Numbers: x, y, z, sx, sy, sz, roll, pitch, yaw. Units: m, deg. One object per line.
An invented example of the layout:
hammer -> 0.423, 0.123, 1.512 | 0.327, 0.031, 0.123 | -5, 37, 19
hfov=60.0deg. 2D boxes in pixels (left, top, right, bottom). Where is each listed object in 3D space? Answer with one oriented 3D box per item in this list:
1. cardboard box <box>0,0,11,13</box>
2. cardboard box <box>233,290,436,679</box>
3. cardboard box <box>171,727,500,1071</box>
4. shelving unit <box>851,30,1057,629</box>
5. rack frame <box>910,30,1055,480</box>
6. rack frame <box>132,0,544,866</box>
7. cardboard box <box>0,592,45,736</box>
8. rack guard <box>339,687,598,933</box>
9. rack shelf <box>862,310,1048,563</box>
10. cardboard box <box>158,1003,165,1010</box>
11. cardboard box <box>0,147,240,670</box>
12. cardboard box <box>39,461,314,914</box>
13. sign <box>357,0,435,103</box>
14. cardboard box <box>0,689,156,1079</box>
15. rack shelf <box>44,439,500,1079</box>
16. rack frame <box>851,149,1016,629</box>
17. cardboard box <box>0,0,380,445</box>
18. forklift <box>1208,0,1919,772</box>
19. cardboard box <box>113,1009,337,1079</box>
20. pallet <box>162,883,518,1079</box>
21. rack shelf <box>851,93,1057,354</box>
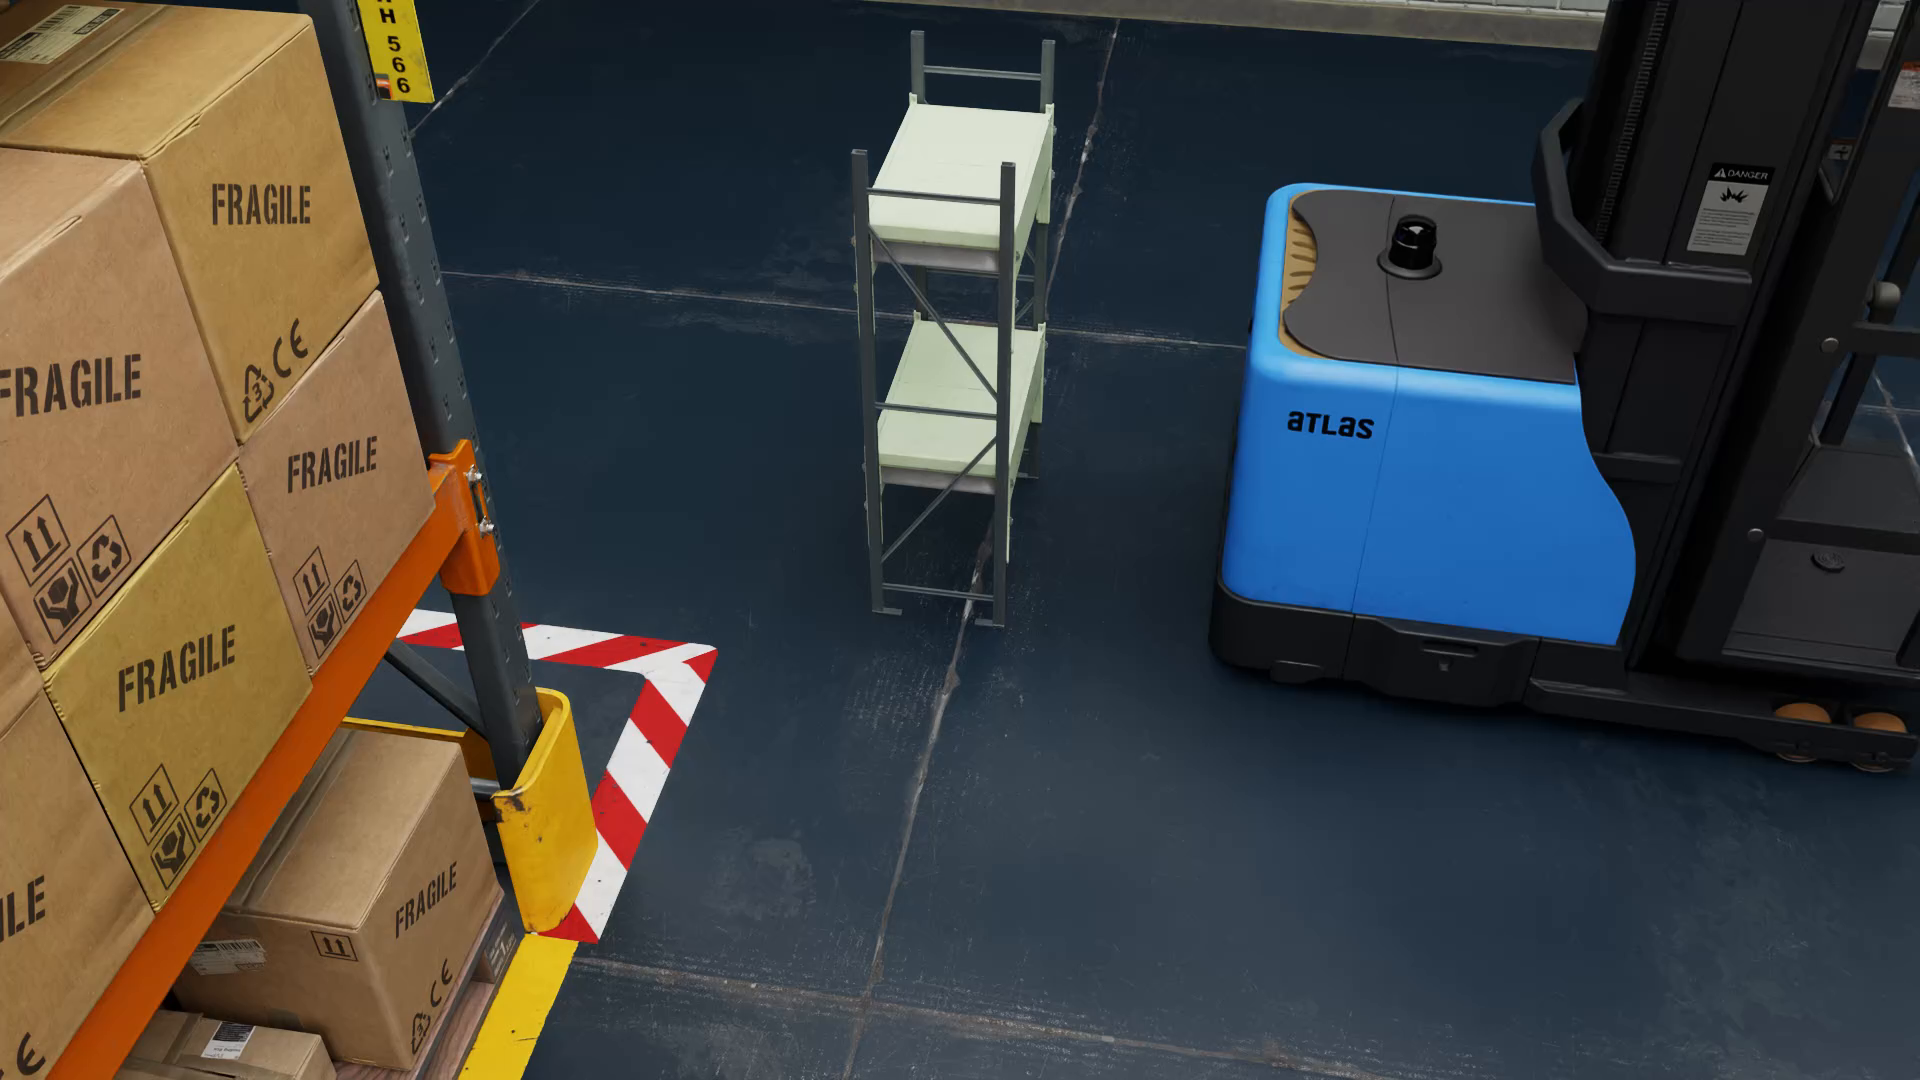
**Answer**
cardboard box -> -1.853, -0.580, 2.734 | 0.500, 0.500, 0.500 | 8, 40, 9
cardboard box -> -1.326, -0.133, 2.978 | 0.500, 0.500, 0.500 | 8, 40, 9
cardboard box -> -1.368, 0.757, 3.597 | 0.500, 0.500, 0.500 | 6, 40, 8
shelving unit -> -0.001, -0.574, 4.767 | 0.431, 1.500, 0.755 | 6, 40, 8
rack frame -> 0.062, -0.804, 5.045 | 0.400, 1.500, 0.023 | 6, 40, 8
rack frame -> -1.517, -0.405, 3.386 | 1.000, 3.000, 0.127 | 6, 40, 8
cardboard box -> -1.494, 0.124, 1.883 | 0.500, 0.500, 0.500 | 7, 40, 9
rack guard -> -1.530, 0.606, 4.125 | 1.175, 0.500, 0.348 | 6, 40, 8
rack shelf -> -0.001, -0.323, 4.975 | 0.431, 0.370, 0.720 | 6, 40, 8
cardboard box -> -1.977, 1.109, 3.368 | 0.500, 0.250, 0.500 | 6, 40, 8
cardboard box -> -1.409, -0.202, 2.278 | 0.500, 0.500, 0.500 | 7, 40, 9
cardboard box -> -1.412, 0.193, 2.584 | 0.500, 0.500, 0.500 | 7, 40, 8
sign -> -0.973, -0.900, 2.827 | 0.100, 0.325, 0.005 | 6, 40, 8
cardboard box -> -1.504, 0.506, 2.206 | 0.500, 0.500, 0.500 | 7, 40, 8
rack shelf -> -1.863, 1.127, 2.097 | 1.077, 0.370, 4.000 | 6, 40, 8
rack frame -> -0.064, -0.344, 4.489 | 0.400, 1.500, 0.023 | 6, 40, 8
cardboard box -> -1.323, -0.519, 2.661 | 0.500, 0.500, 0.500 | 6, 40, 7
forklift -> 2.284, -0.873, 4.005 | 3.031, 2.935, 1.130 | 7, 40, 8
cardboard box -> -1.527, 1.130, 3.408 | 0.380, 0.166, 0.250 | 6, 40, 8
pallet -> -1.667, 1.218, 3.612 | 1.003, 0.211, 1.213 | 6, 40, 8
rack shelf -> -0.001, -0.875, 4.518 | 0.431, 0.370, 0.720 | 6, 40, 8
